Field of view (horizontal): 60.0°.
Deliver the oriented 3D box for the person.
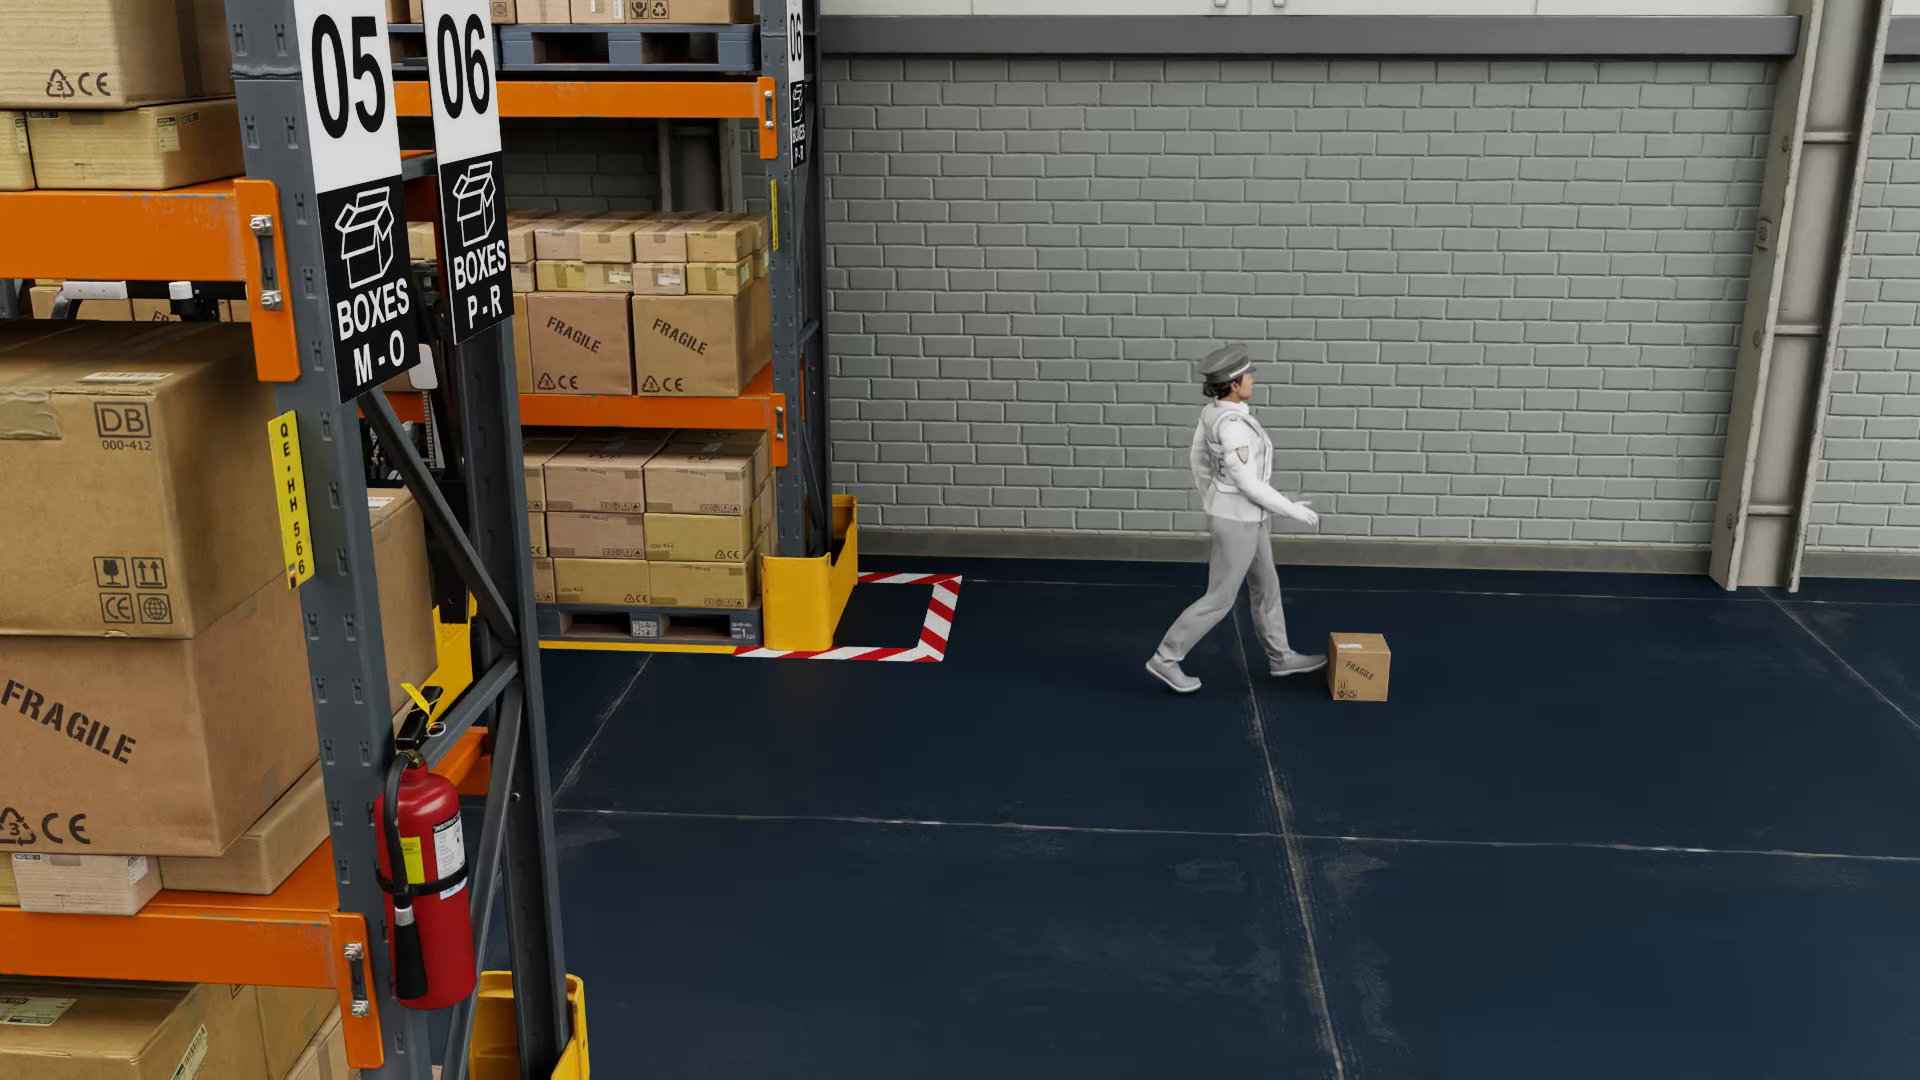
[{"bbox_3d":[1.338,-0.102,7.787,0.905,1.657,0.537,1,18,2],"label":"person"}]
